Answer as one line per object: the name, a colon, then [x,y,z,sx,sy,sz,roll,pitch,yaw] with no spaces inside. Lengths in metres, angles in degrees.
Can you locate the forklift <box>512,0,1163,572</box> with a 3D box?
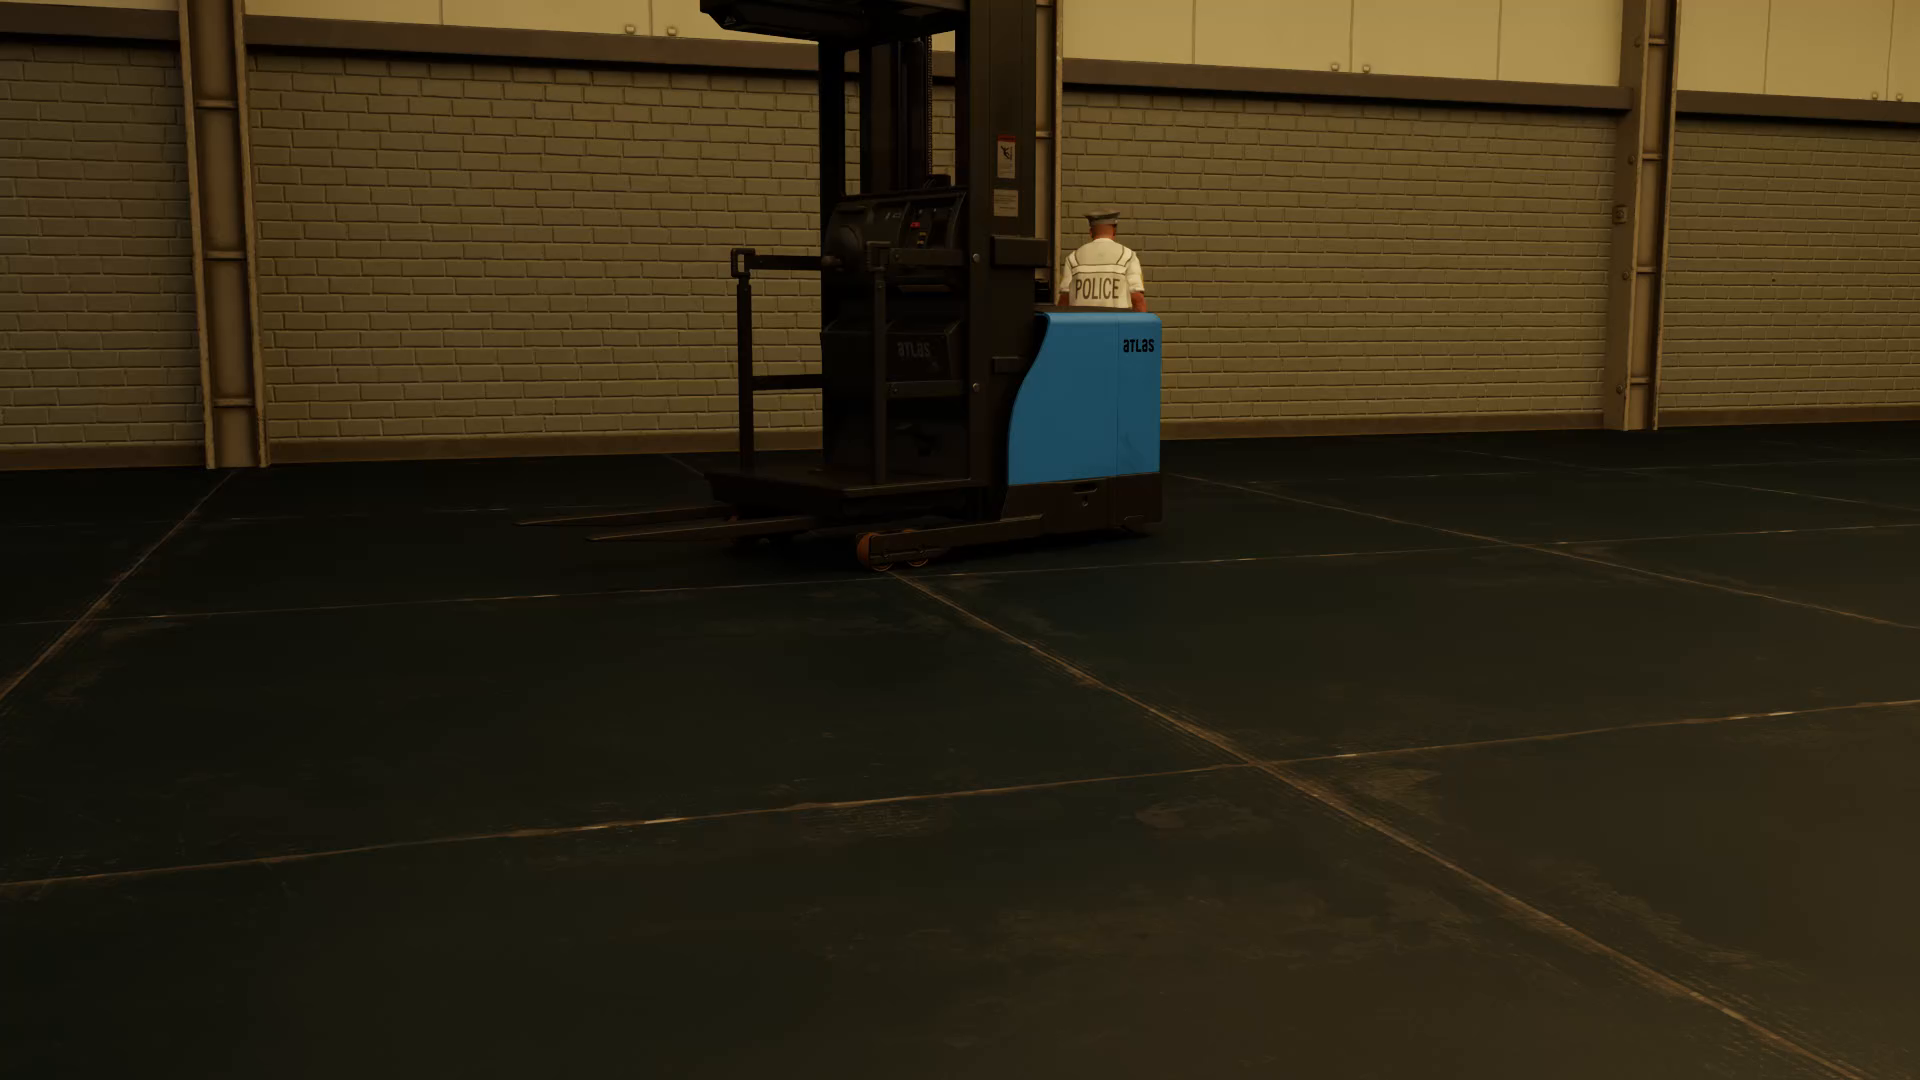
forklift: [-0.461,-1.399,7.333,3.031,2.935,1.130,-7,10,-40]

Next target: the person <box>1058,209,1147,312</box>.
person: [0.934,-1.286,10.891,0.595,1.748,0.433,2,8,17]
